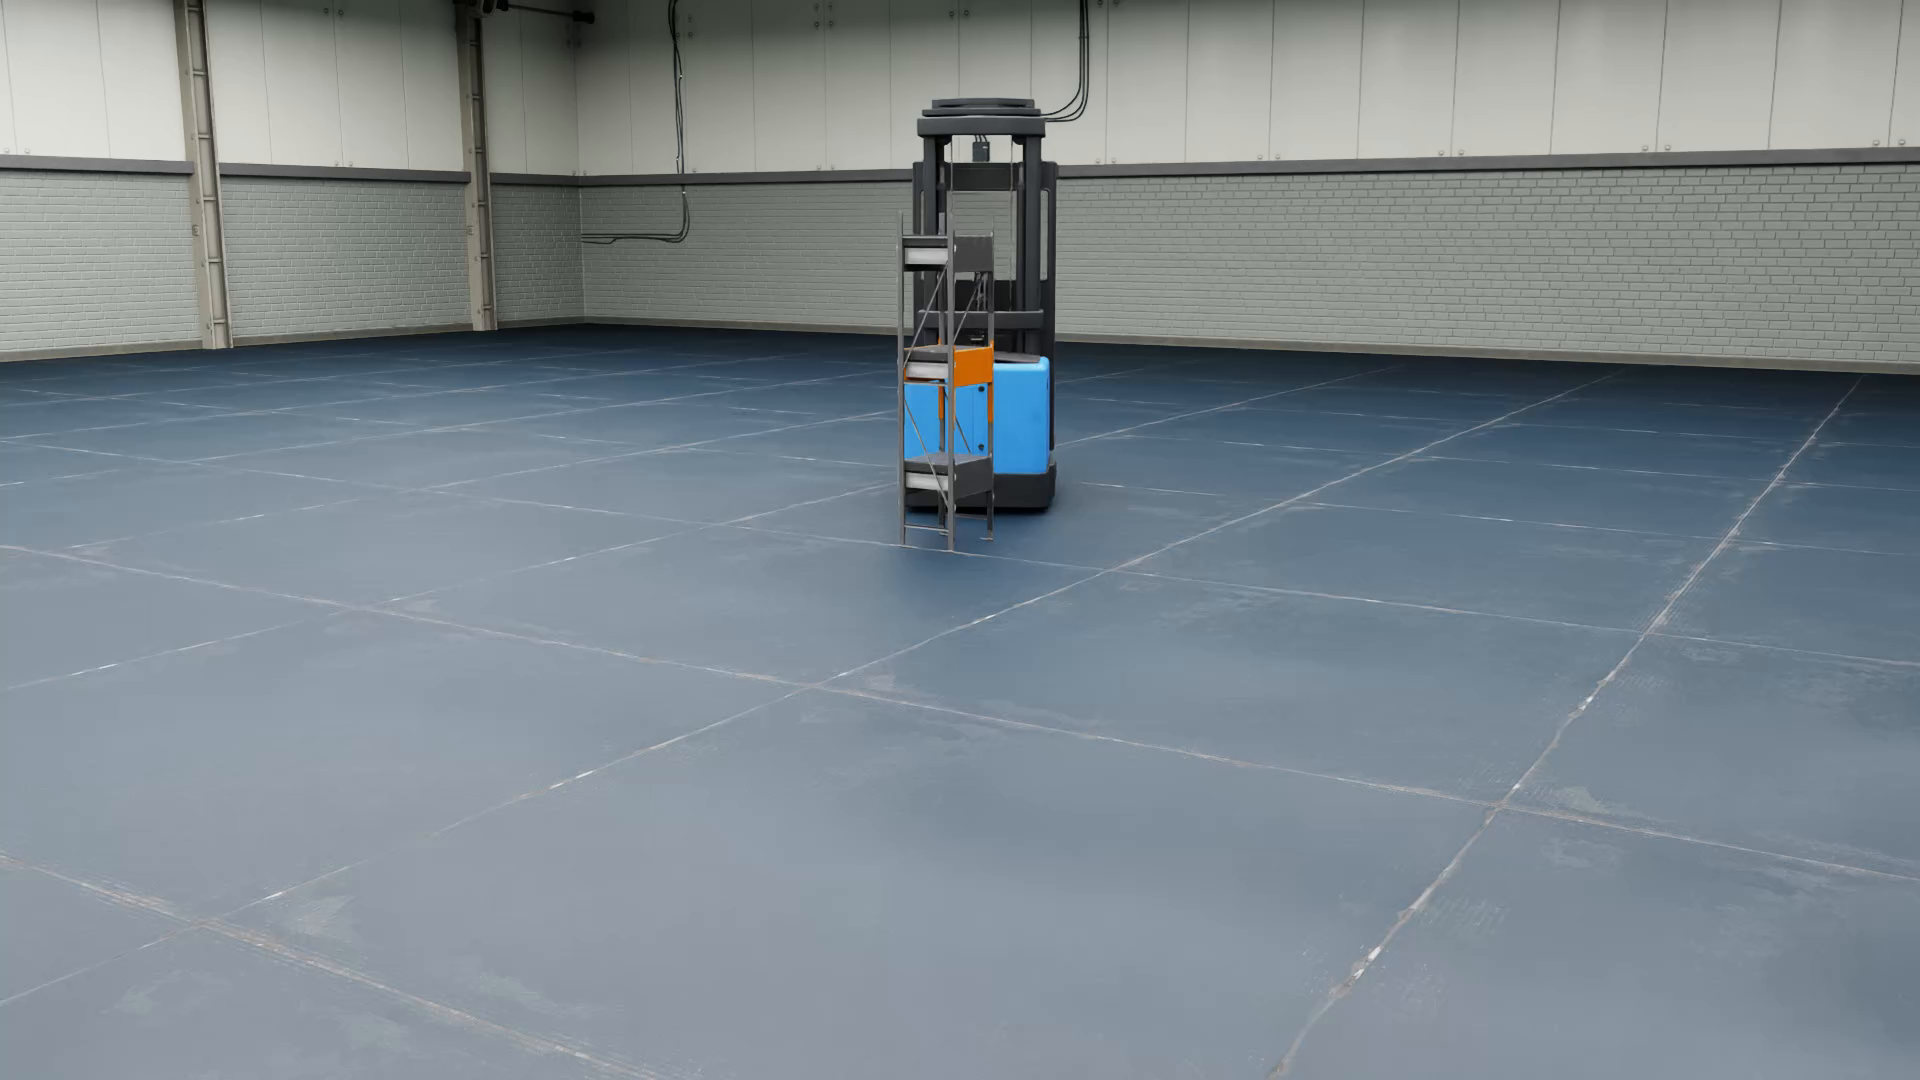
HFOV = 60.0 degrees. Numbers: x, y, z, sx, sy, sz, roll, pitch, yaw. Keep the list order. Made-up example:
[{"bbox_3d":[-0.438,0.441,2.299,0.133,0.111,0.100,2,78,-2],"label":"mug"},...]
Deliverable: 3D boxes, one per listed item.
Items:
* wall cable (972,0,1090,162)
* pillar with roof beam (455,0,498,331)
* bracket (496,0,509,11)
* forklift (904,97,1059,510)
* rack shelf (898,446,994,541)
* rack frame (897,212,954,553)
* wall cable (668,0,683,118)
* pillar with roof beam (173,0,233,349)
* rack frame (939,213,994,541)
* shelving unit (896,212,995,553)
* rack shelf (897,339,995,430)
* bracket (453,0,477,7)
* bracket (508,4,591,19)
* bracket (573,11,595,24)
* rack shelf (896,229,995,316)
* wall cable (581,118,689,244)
[{"bbox_3d":[1.228,-9.737,29.184,2.305,6.003,0.169,6,12,31],"label":"wall cable"},{"bbox_3d":[-5.858,-8.227,30.358,9.100,9.000,0.548,6,12,31],"label":"pillar with roof beam"},{"bbox_3d":[-9.018,-10.439,32.391,0.235,0.232,0.430,6,12,31],"label":"bracket"},{"bbox_3d":[0.204,-1.880,12.947,1.130,2.935,3.031,1,11,4],"label":"forklift"},{"bbox_3d":[-0.086,-0.305,10.668,0.431,0.518,0.480,6,12,31],"label":"rack shelf"},{"bbox_3d":[-0.213,-0.968,10.331,0.400,2.100,0.015,6,12,31],"label":"rack frame"},{"bbox_3d":[-4.565,-9.673,32.795,3.097,2.526,0.112,6,12,31],"label":"wall cable"},{"bbox_3d":[-8.973,-7.283,25.317,9.100,9.000,0.400,6,12,31],"label":"pillar with roof beam"},{"bbox_3d":[0.041,-1.044,10.741,0.400,2.100,0.015,6,12,31],"label":"rack frame"},{"bbox_3d":[-0.086,-1.006,10.536,0.431,2.100,0.503,6,12,31],"label":"shelving unit"},{"bbox_3d":[-0.086,-0.993,10.539,0.431,0.518,0.480,6,12,31],"label":"rack shelf"},{"bbox_3d":[-9.449,-10.308,31.694,0.235,0.232,0.430,6,12,31],"label":"bracket"},{"bbox_3d":[-8.095,-10.719,33.886,0.076,0.066,3.189,6,12,31],"label":"bracket"},{"bbox_3d":[-7.788,-10.811,34.382,0.235,0.232,0.430,6,12,31],"label":"bracket"},{"bbox_3d":[-0.086,-1.681,10.410,0.431,0.518,0.480,6,12,31],"label":"rack shelf"},{"bbox_3d":[-6.878,-7.449,34.640,3.097,2.526,0.112,6,12,31],"label":"wall cable"}]
